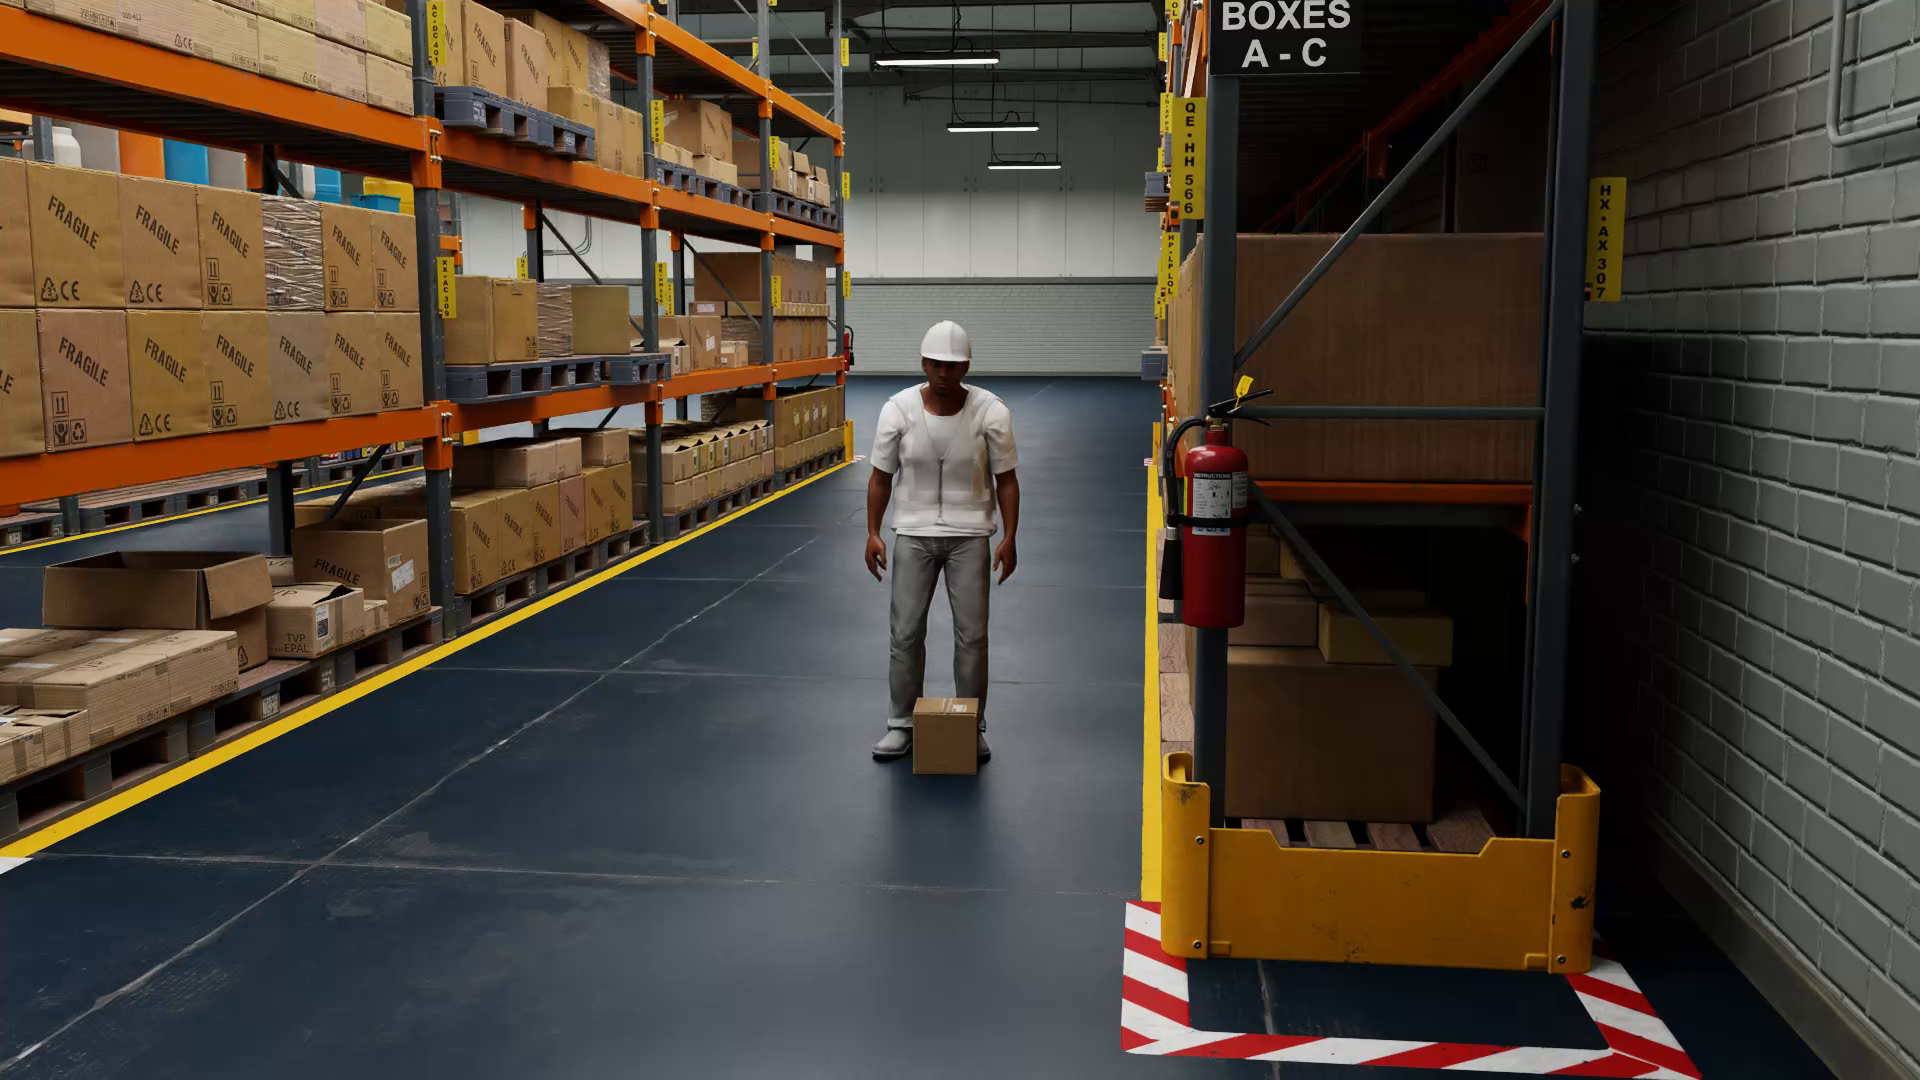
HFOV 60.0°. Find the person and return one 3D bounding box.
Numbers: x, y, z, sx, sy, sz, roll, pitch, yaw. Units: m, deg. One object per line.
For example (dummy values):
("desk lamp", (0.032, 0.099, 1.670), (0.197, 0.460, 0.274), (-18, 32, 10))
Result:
("person", (-0.074, -0.001, 6.729), (0.625, 1.760, 0.460), (1, 8, 4))
